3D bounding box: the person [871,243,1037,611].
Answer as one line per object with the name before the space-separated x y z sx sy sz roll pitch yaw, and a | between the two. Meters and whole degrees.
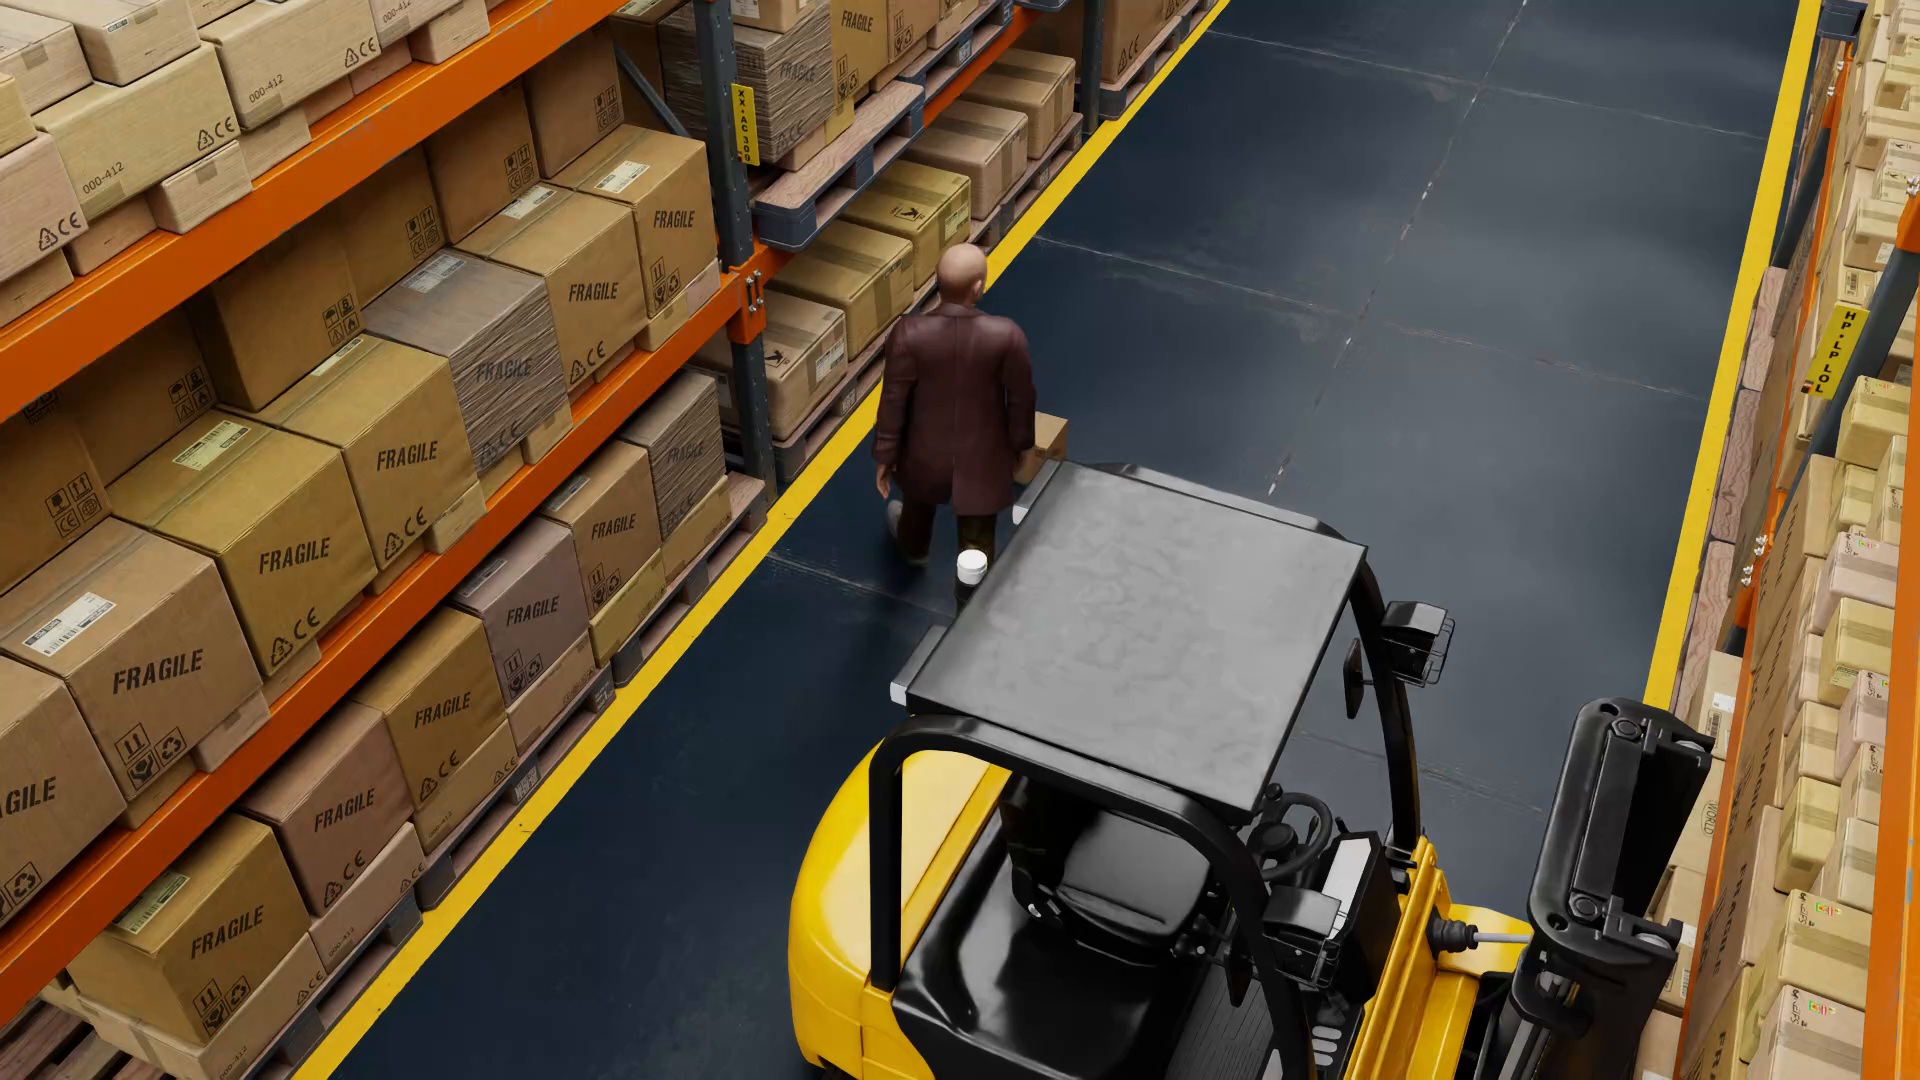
person | -0.026 -0.420 6.633 0.650 1.732 0.986 1 41 1
